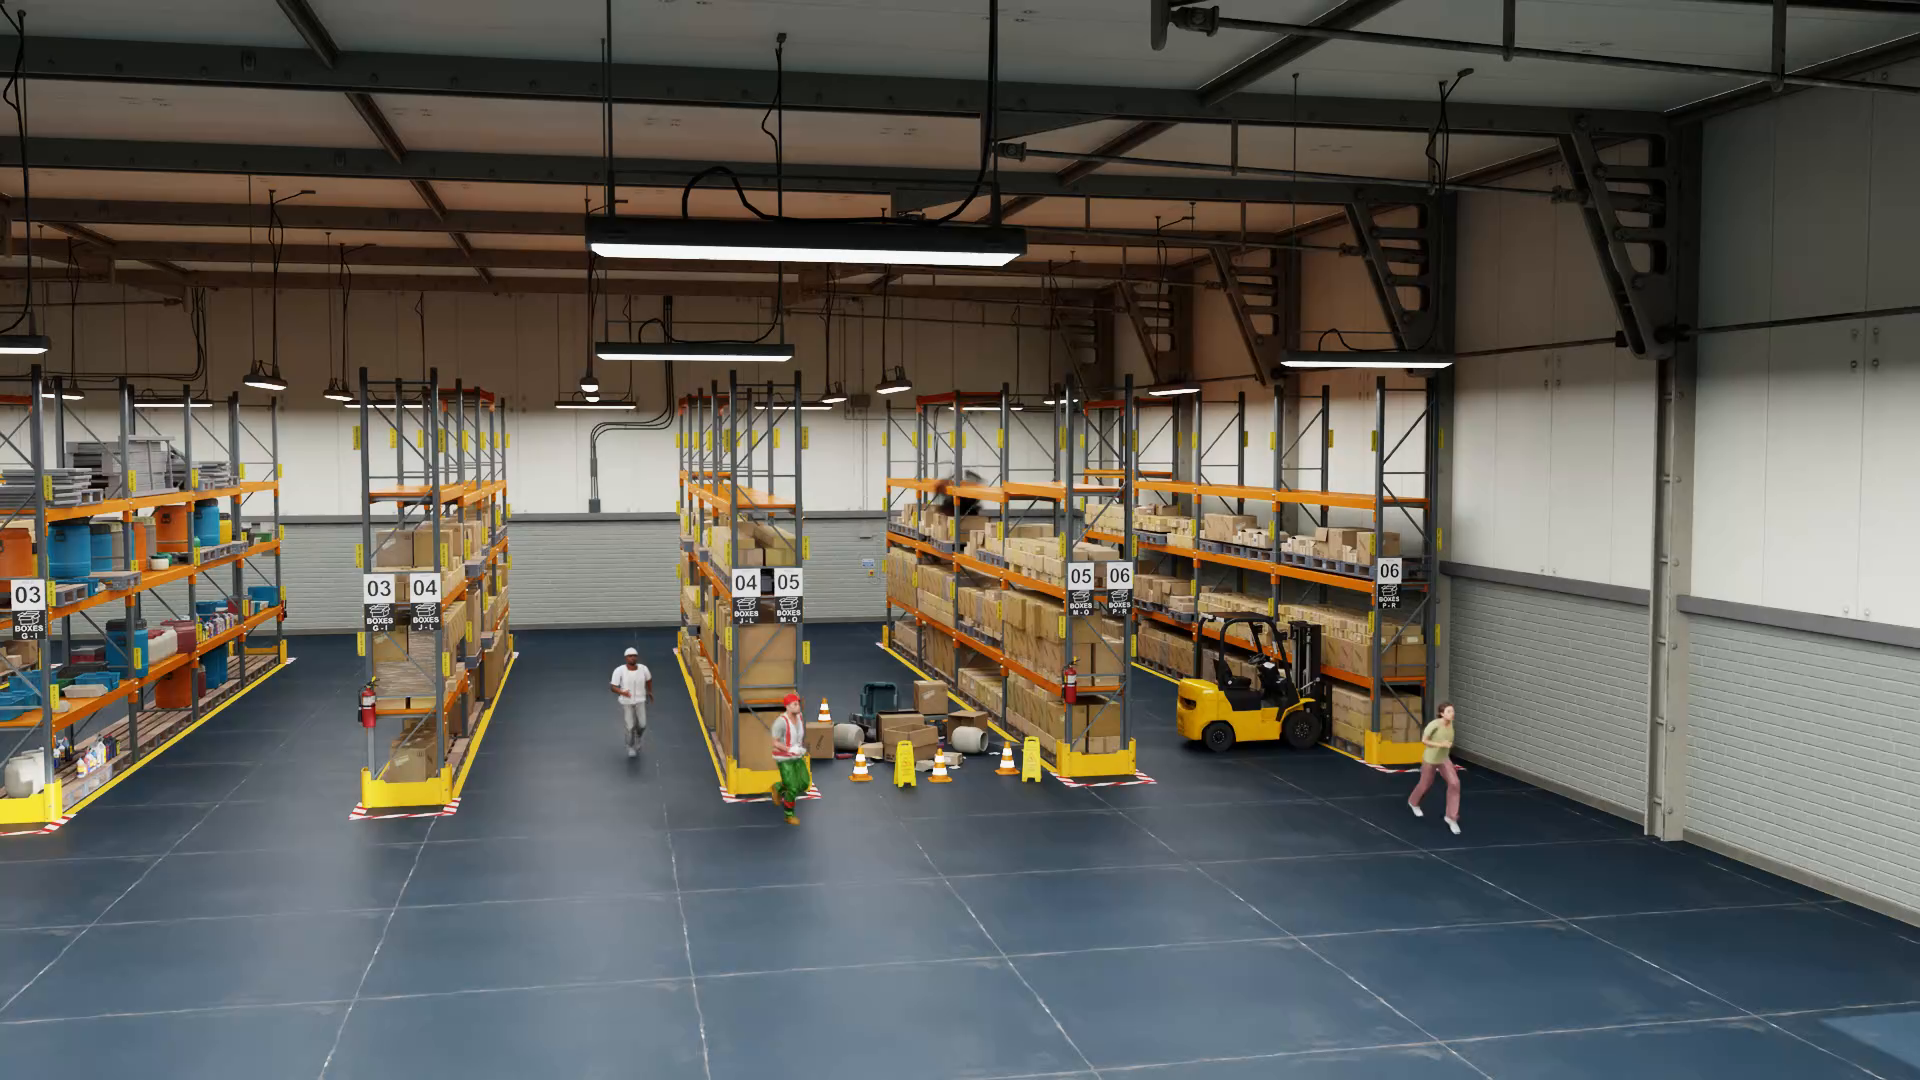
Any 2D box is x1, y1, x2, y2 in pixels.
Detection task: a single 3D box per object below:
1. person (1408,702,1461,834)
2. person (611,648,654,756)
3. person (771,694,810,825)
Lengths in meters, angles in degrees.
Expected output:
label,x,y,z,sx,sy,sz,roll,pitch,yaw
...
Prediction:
label,x,y,z,sx,sy,sz,roll,pitch,yaw
person,6.151,2.910,21.596,0.578,1.653,1.012,-1,4,-20
person,-5.168,2.568,26.338,0.692,1.724,0.582,-1,4,-23
person,-2.210,2.857,21.732,0.687,1.731,0.706,2,4,35
